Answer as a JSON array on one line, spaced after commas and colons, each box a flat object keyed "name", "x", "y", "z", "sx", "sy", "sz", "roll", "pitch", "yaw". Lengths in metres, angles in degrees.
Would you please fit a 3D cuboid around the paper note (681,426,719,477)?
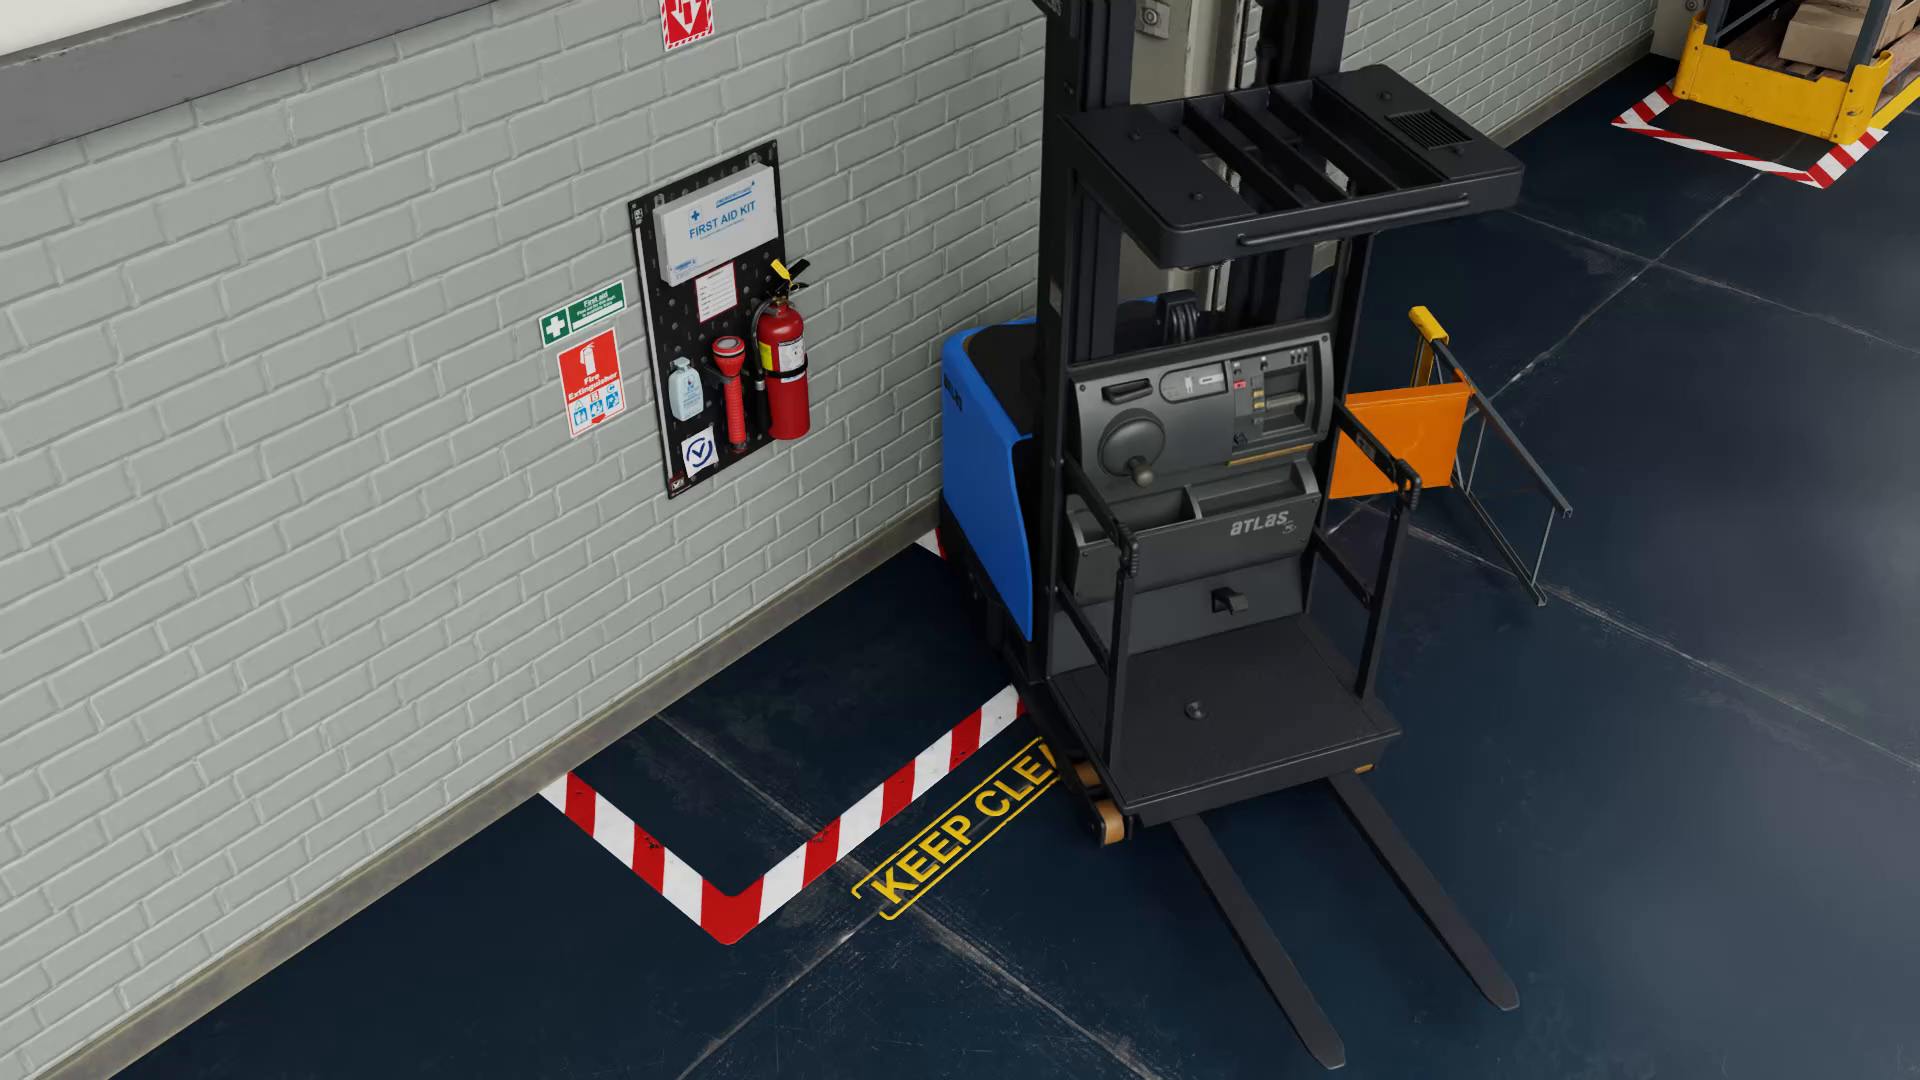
[{"name": "paper note", "x": -0.928, "y": -0.316, "z": 5.945, "sx": 0.016, "sy": 0.148, "sz": 0.142, "roll": 30, "pitch": 47, "yaw": 32}]

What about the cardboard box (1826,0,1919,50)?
[{"name": "cardboard box", "x": 6.070, "y": -3.565, "z": 11.131, "sx": 0.500, "sy": 0.311, "sz": 0.500, "roll": -30, "pitch": 47, "yaw": -32}]

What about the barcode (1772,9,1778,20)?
[{"name": "barcode", "x": 5.402, "y": -3.483, "z": 11.020, "sx": 0.001, "sy": 0.075, "sz": 0.075, "roll": 30, "pitch": 47, "yaw": 32}]

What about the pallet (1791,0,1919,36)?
[{"name": "pallet", "x": 6.600, "y": -3.763, "z": 11.813, "sx": 1.003, "sy": 0.211, "sz": 1.213, "roll": 30, "pitch": 47, "yaw": 32}]

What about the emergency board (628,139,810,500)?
[{"name": "emergency board", "x": -0.758, "y": -0.713, "z": 5.736, "sx": 0.194, "sy": 1.169, "sz": 0.643, "roll": 30, "pitch": 47, "yaw": 32}]

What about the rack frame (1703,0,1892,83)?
[{"name": "rack frame", "x": 5.152, "y": -3.904, "z": 9.749, "sx": 1.000, "sy": 3.000, "sz": 0.127, "roll": 30, "pitch": 47, "yaw": 32}]

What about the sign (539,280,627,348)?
[{"name": "sign", "x": -1.197, "y": -0.722, "z": 5.293, "sx": 0.001, "sy": 0.109, "sz": 0.331, "roll": 30, "pitch": 47, "yaw": 32}]

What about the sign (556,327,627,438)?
[{"name": "sign", "x": -1.207, "y": -0.516, "z": 5.460, "sx": 0.001, "sy": 0.329, "sz": 0.234, "roll": 30, "pitch": 47, "yaw": 32}]

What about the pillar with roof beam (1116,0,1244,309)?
[{"name": "pillar with roof beam", "x": 4.115, "y": -2.372, "z": 3.003, "sx": 9.100, "sy": 9.000, "sz": 0.400, "roll": 30, "pitch": 47, "yaw": 32}]

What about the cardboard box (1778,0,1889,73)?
[{"name": "cardboard box", "x": 5.685, "y": -3.304, "z": 10.801, "sx": 0.500, "sy": 0.311, "sz": 0.500, "roll": 24, "pitch": 44, "yaw": 27}]

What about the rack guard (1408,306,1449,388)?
[{"name": "rack guard", "x": 2.128, "y": -0.766, "z": 7.721, "sx": 0.087, "sy": 0.587, "sz": 0.250, "roll": -7, "pitch": 39, "yaw": -8}]

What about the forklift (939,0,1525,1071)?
[{"name": "forklift", "x": 0.890, "y": -0.361, "z": 5.349, "sx": 1.130, "sy": 2.935, "sz": 3.031, "roll": -13, "pitch": 40, "yaw": -15}]

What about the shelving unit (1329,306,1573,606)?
[{"name": "shelving unit", "x": 1.755, "y": -0.326, "z": 7.168, "sx": 1.083, "sy": 0.587, "sz": 1.500, "roll": -7, "pitch": 39, "yaw": -8}]

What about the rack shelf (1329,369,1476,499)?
[{"name": "rack shelf", "x": 1.712, "y": -0.435, "z": 7.305, "sx": 1.000, "sy": 0.538, "sz": 0.185, "roll": -7, "pitch": 39, "yaw": -8}]

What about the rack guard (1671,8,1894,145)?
[{"name": "rack guard", "x": 5.203, "y": -2.960, "z": 10.571, "sx": 1.175, "sy": 0.500, "sz": 0.348, "roll": 30, "pitch": 47, "yaw": 32}]

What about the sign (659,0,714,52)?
[{"name": "sign", "x": -0.837, "y": -1.658, "z": 5.063, "sx": 0.001, "sy": 0.298, "sz": 0.199, "roll": 30, "pitch": 47, "yaw": 32}]

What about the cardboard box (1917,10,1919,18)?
[{"name": "cardboard box", "x": 6.601, "y": -3.955, "z": 11.469, "sx": 0.700, "sy": 0.500, "sz": 0.500, "roll": 27, "pitch": 46, "yaw": 29}]

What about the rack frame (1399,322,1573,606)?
[{"name": "rack frame", "x": 2.245, "y": -0.384, "z": 7.240, "sx": 0.032, "sy": 0.500, "sz": 1.500, "roll": -7, "pitch": 39, "yaw": -8}]

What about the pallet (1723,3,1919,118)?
[{"name": "pallet", "x": 5.777, "y": -3.205, "z": 11.112, "sx": 1.003, "sy": 0.211, "sz": 1.213, "roll": 30, "pitch": 47, "yaw": 32}]

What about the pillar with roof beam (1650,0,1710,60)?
[{"name": "pillar with roof beam", "x": 8.163, "y": -5.129, "z": 6.470, "sx": 9.100, "sy": 9.000, "sz": 0.400, "roll": 30, "pitch": 47, "yaw": 32}]
